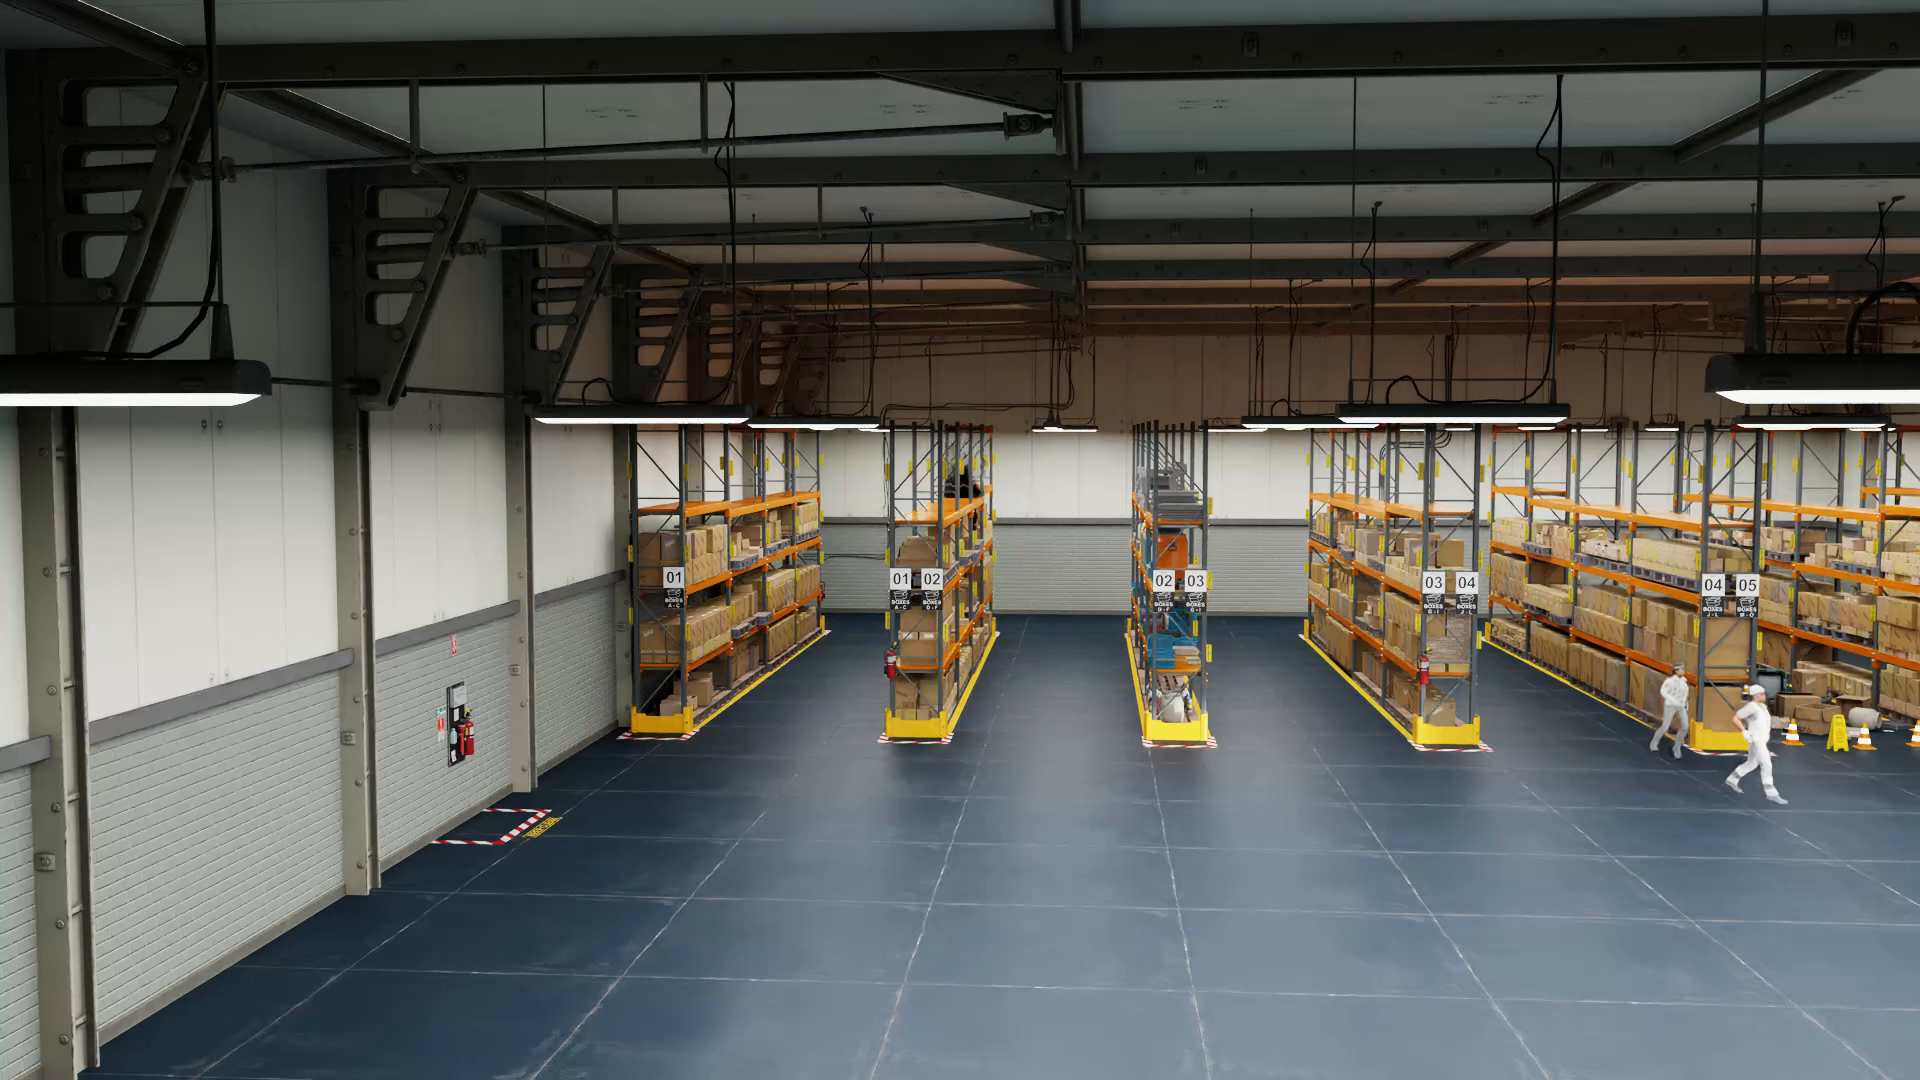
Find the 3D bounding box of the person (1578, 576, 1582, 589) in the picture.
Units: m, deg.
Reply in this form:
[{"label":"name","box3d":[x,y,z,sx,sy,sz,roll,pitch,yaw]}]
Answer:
[{"label":"person","box3d":[17.661,1.882,47.481,0.821,1.720,0.669,1,4,10]}]

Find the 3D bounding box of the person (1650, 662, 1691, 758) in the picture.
[{"label":"person","box3d":[12.794,3.017,29.746,0.678,1.707,0.670,-1,4,-16]}]

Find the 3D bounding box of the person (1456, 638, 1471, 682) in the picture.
[{"label":"person","box3d":[11.577,2.447,38.448,0.640,1.679,0.596,0,4,2]}]

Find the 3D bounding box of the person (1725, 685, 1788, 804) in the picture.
[{"label":"person","box3d":[12.440,3.153,25.945,0.976,1.787,0.652,3,5,43]}]
